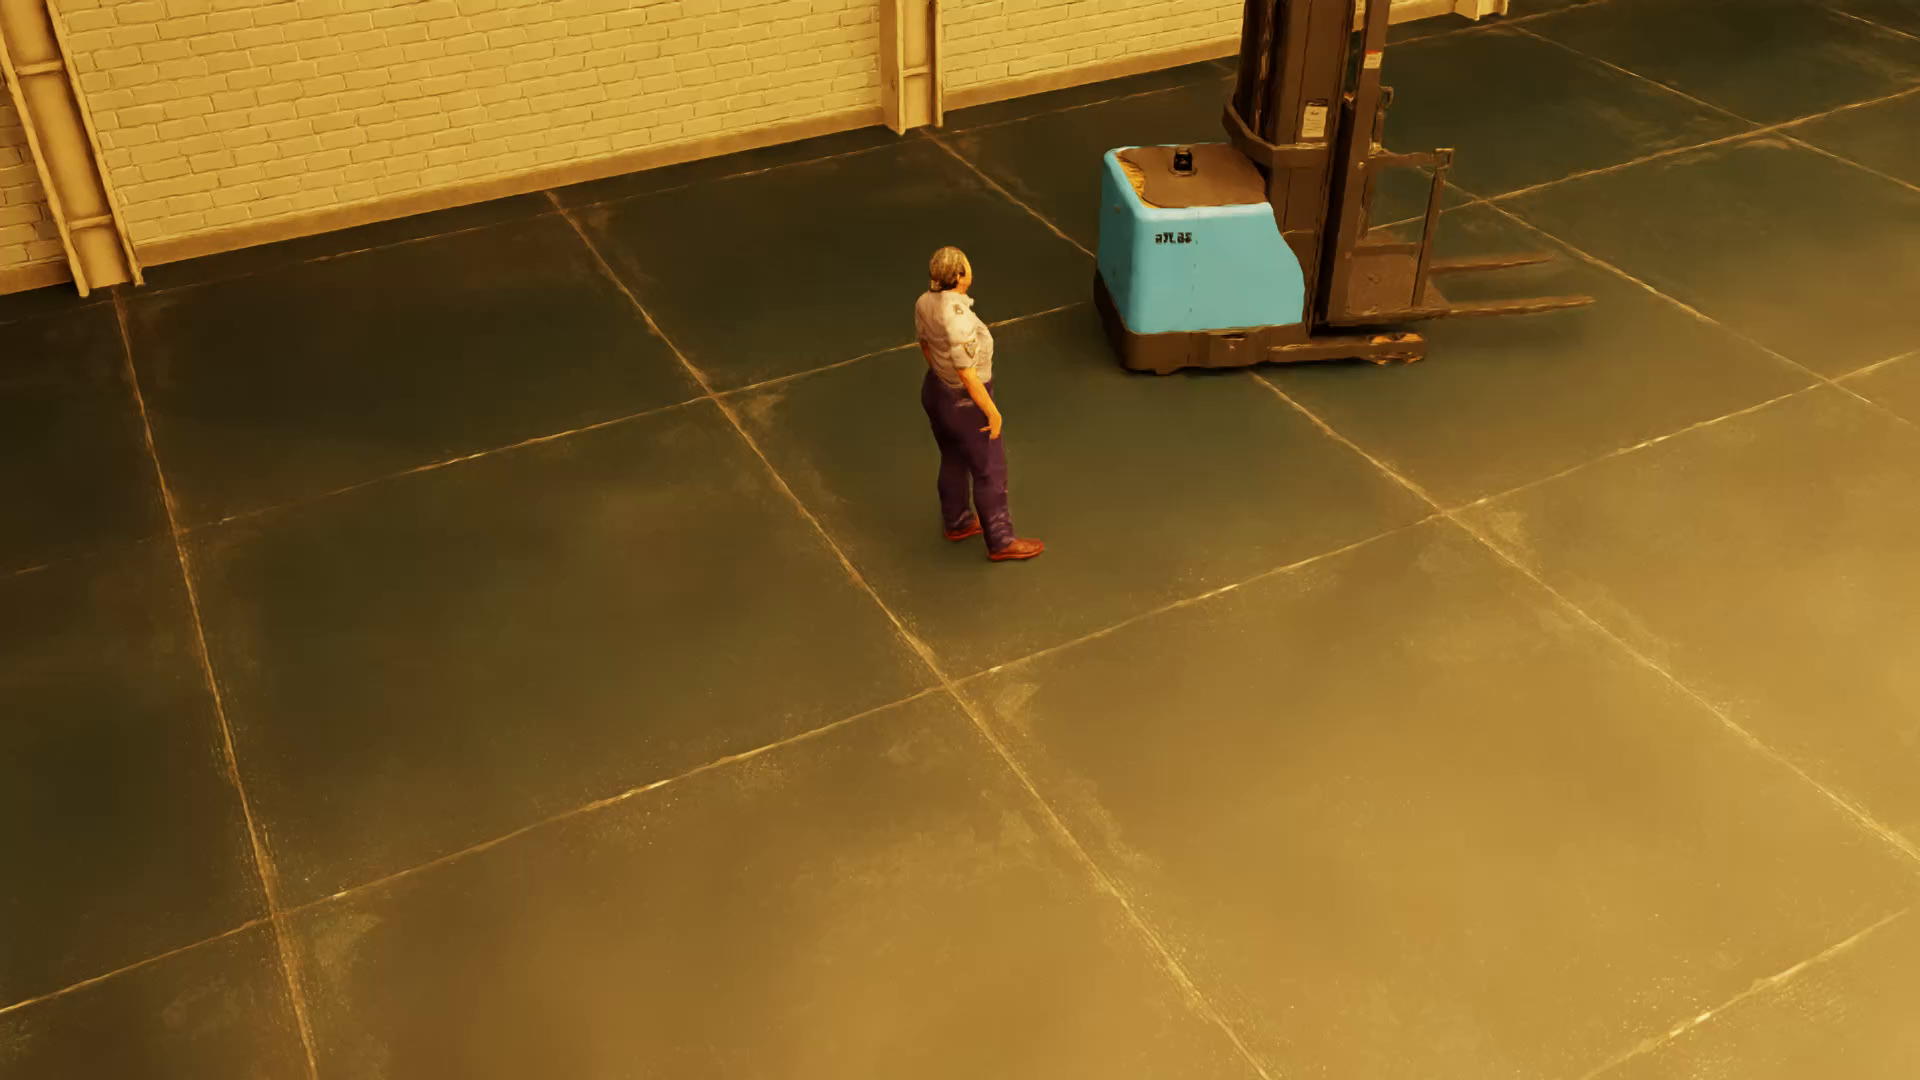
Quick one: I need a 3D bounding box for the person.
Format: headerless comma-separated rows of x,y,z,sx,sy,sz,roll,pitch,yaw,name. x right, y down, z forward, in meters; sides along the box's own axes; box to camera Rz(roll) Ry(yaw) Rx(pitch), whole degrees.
0.090,-0.691,8.201,0.502,1.650,0.599,-17,39,-23,person

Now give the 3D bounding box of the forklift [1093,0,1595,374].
2.422,-2.575,9.766,3.031,2.935,1.130,-5,36,-7,forklift
